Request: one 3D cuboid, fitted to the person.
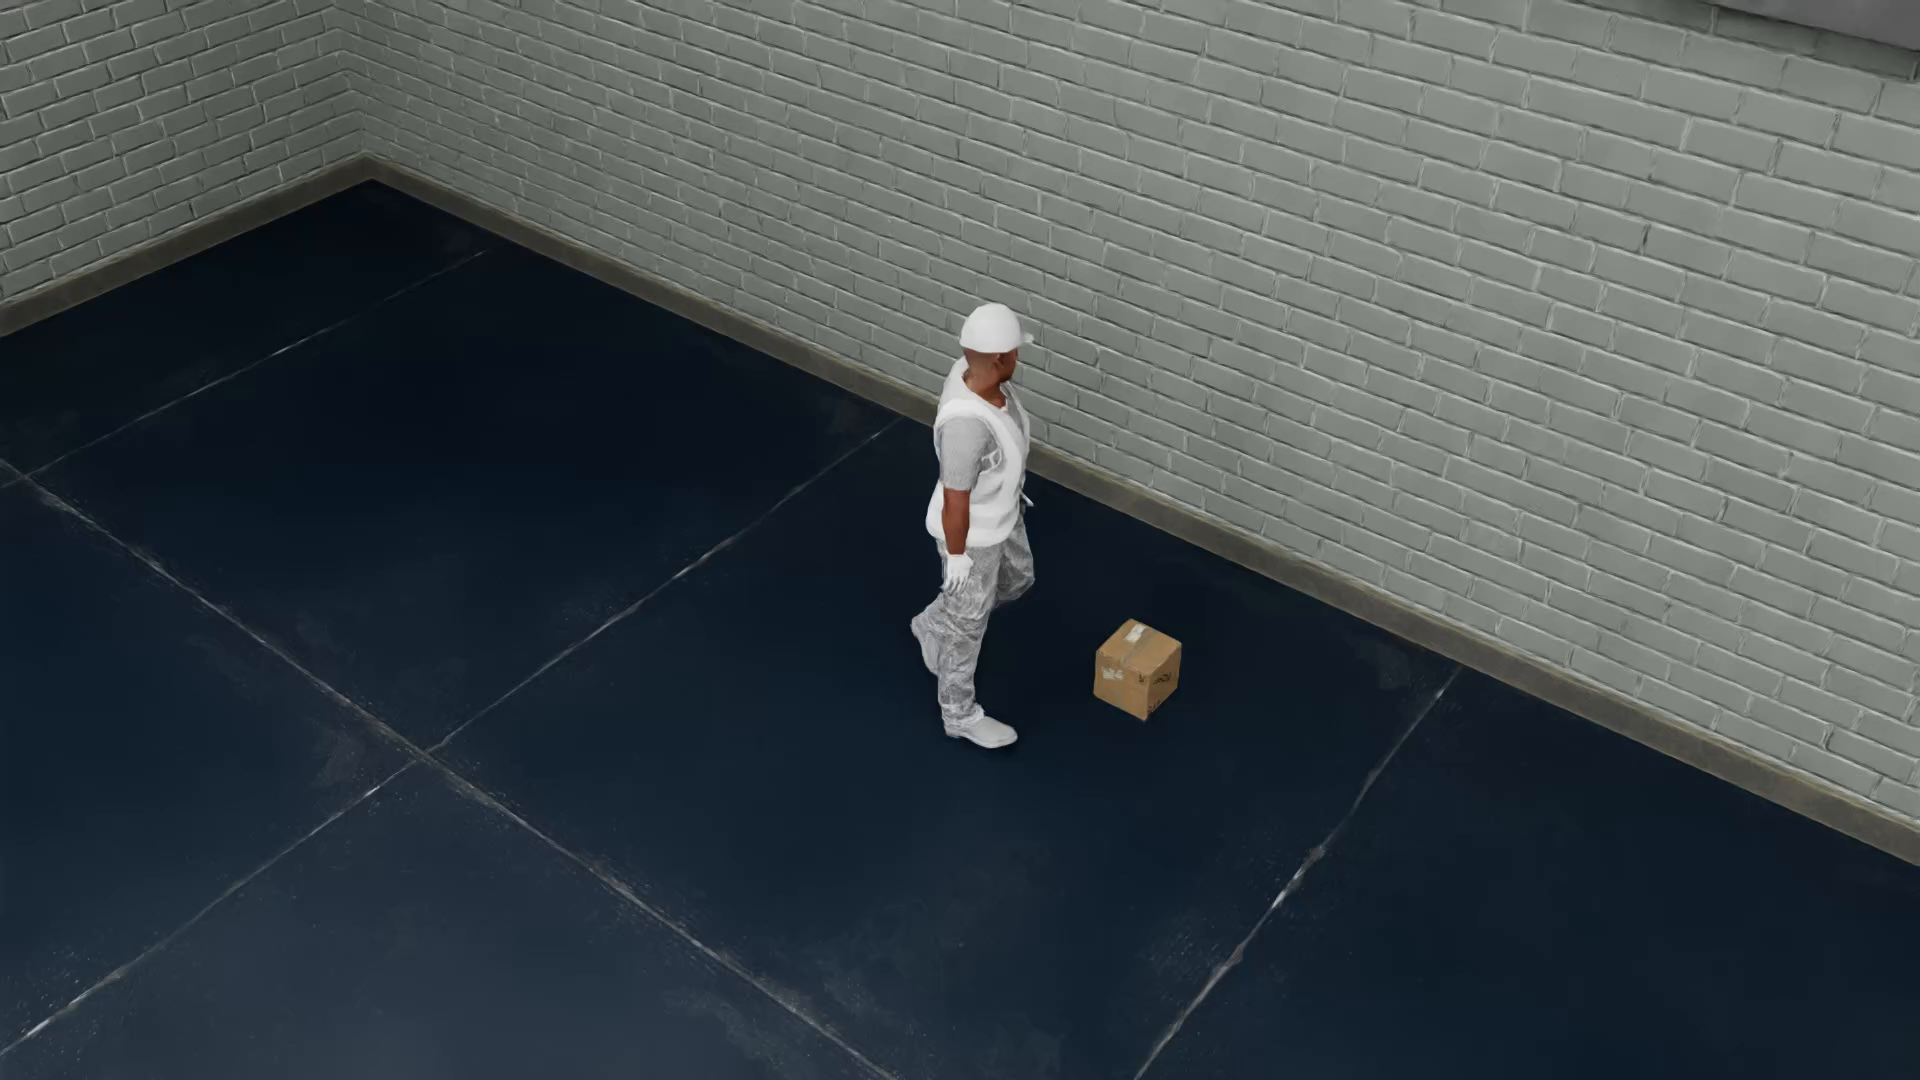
[{"bbox_3d":[0.023,-0.068,6.216,0.518,1.769,0.631,7,39,9],"label":"person"}]
